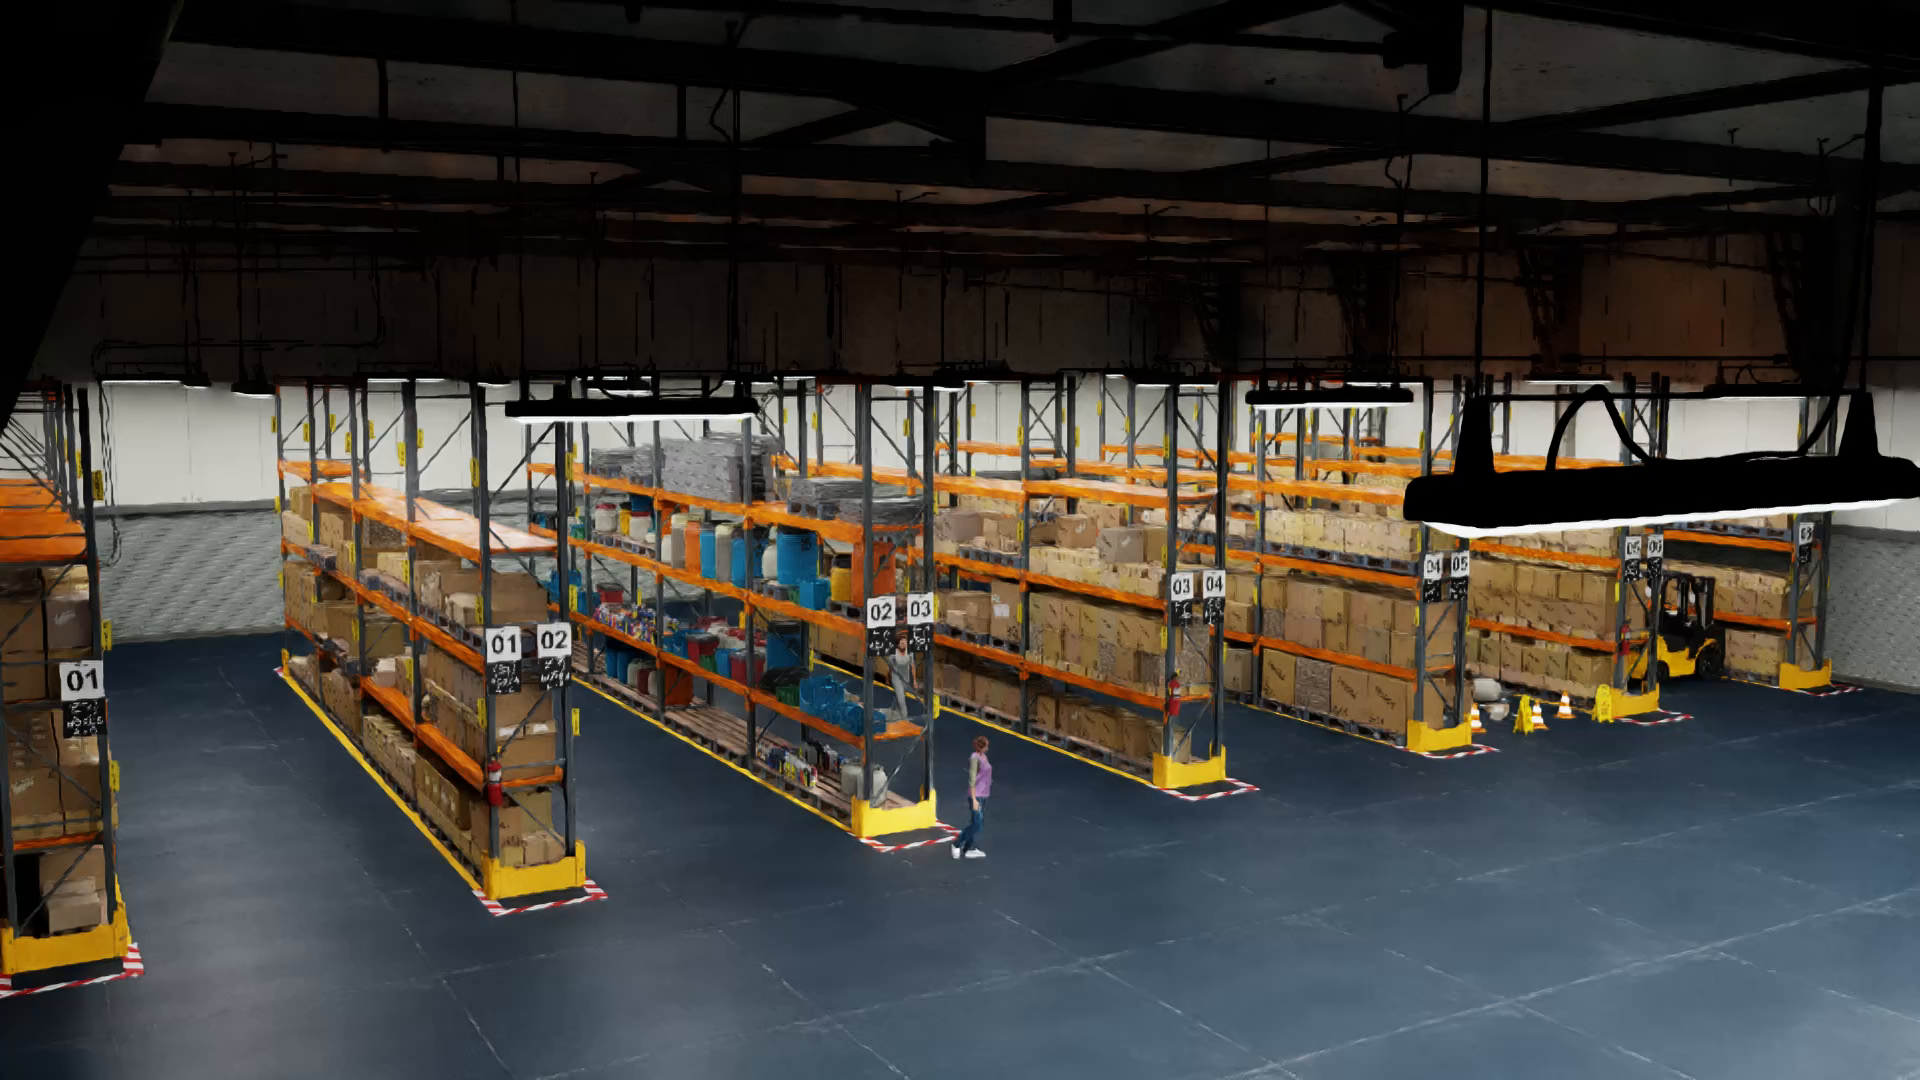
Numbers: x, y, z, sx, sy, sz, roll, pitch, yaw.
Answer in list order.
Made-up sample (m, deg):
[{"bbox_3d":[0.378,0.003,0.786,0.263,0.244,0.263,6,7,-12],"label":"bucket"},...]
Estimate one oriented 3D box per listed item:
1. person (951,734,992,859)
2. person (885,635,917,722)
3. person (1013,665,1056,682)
[{"bbox_3d":[0.139,3.246,20.976,0.462,1.586,0.569,2,7,18],"label":"person"},{"bbox_3d":[-0.987,2.417,28.437,0.453,1.612,1.019,-4,7,-31],"label":"person"},{"bbox_3d":[1.408,1.885,32.511,0.557,1.662,1.111,-4,7,-32],"label":"person"}]
